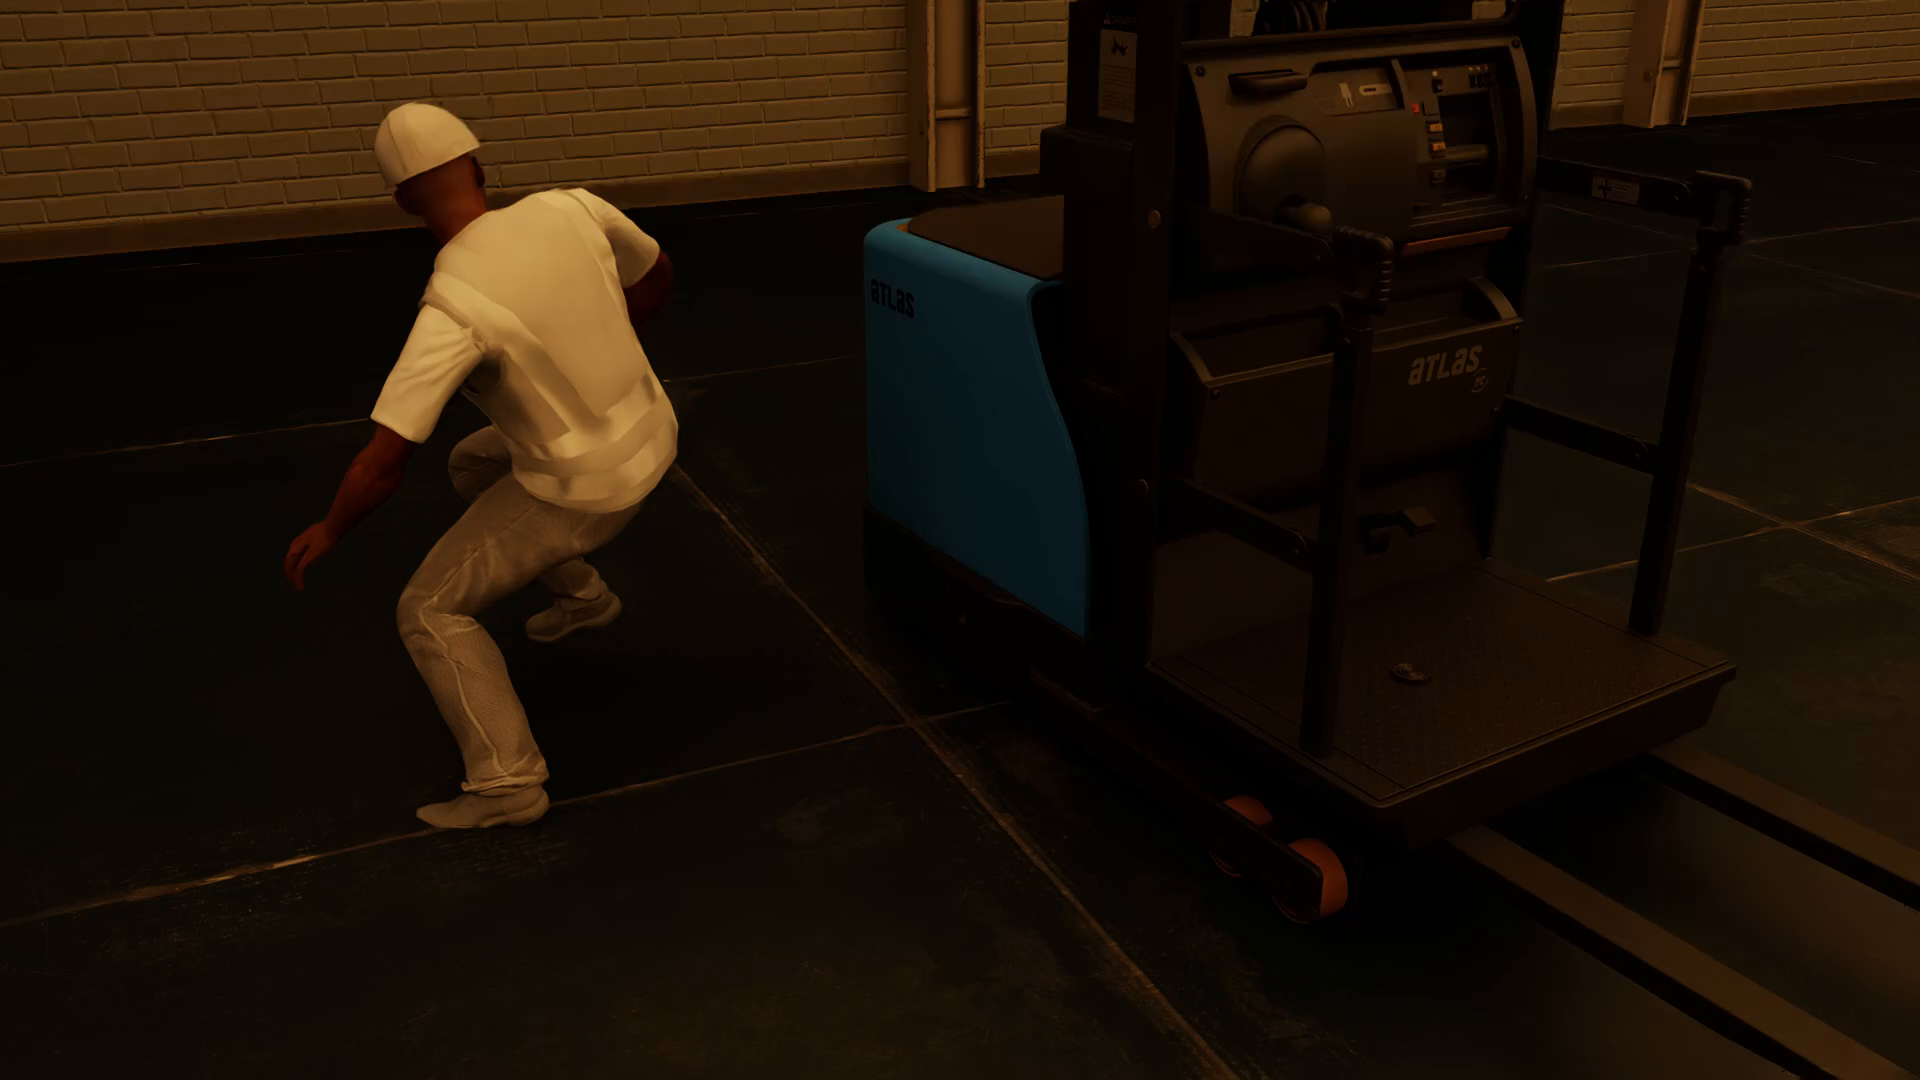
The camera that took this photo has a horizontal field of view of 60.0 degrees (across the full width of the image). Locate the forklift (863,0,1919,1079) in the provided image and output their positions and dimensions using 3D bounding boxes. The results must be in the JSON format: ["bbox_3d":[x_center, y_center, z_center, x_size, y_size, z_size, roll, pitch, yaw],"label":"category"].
[{"bbox_3d":[0.954,-0.803,3.218,1.130,2.935,3.031,-14,26,-30],"label":"forklift"}]

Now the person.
[{"bbox_3d":[-1.014,-0.197,3.693,0.682,1.527,0.836,6,23,15],"label":"person"}]
